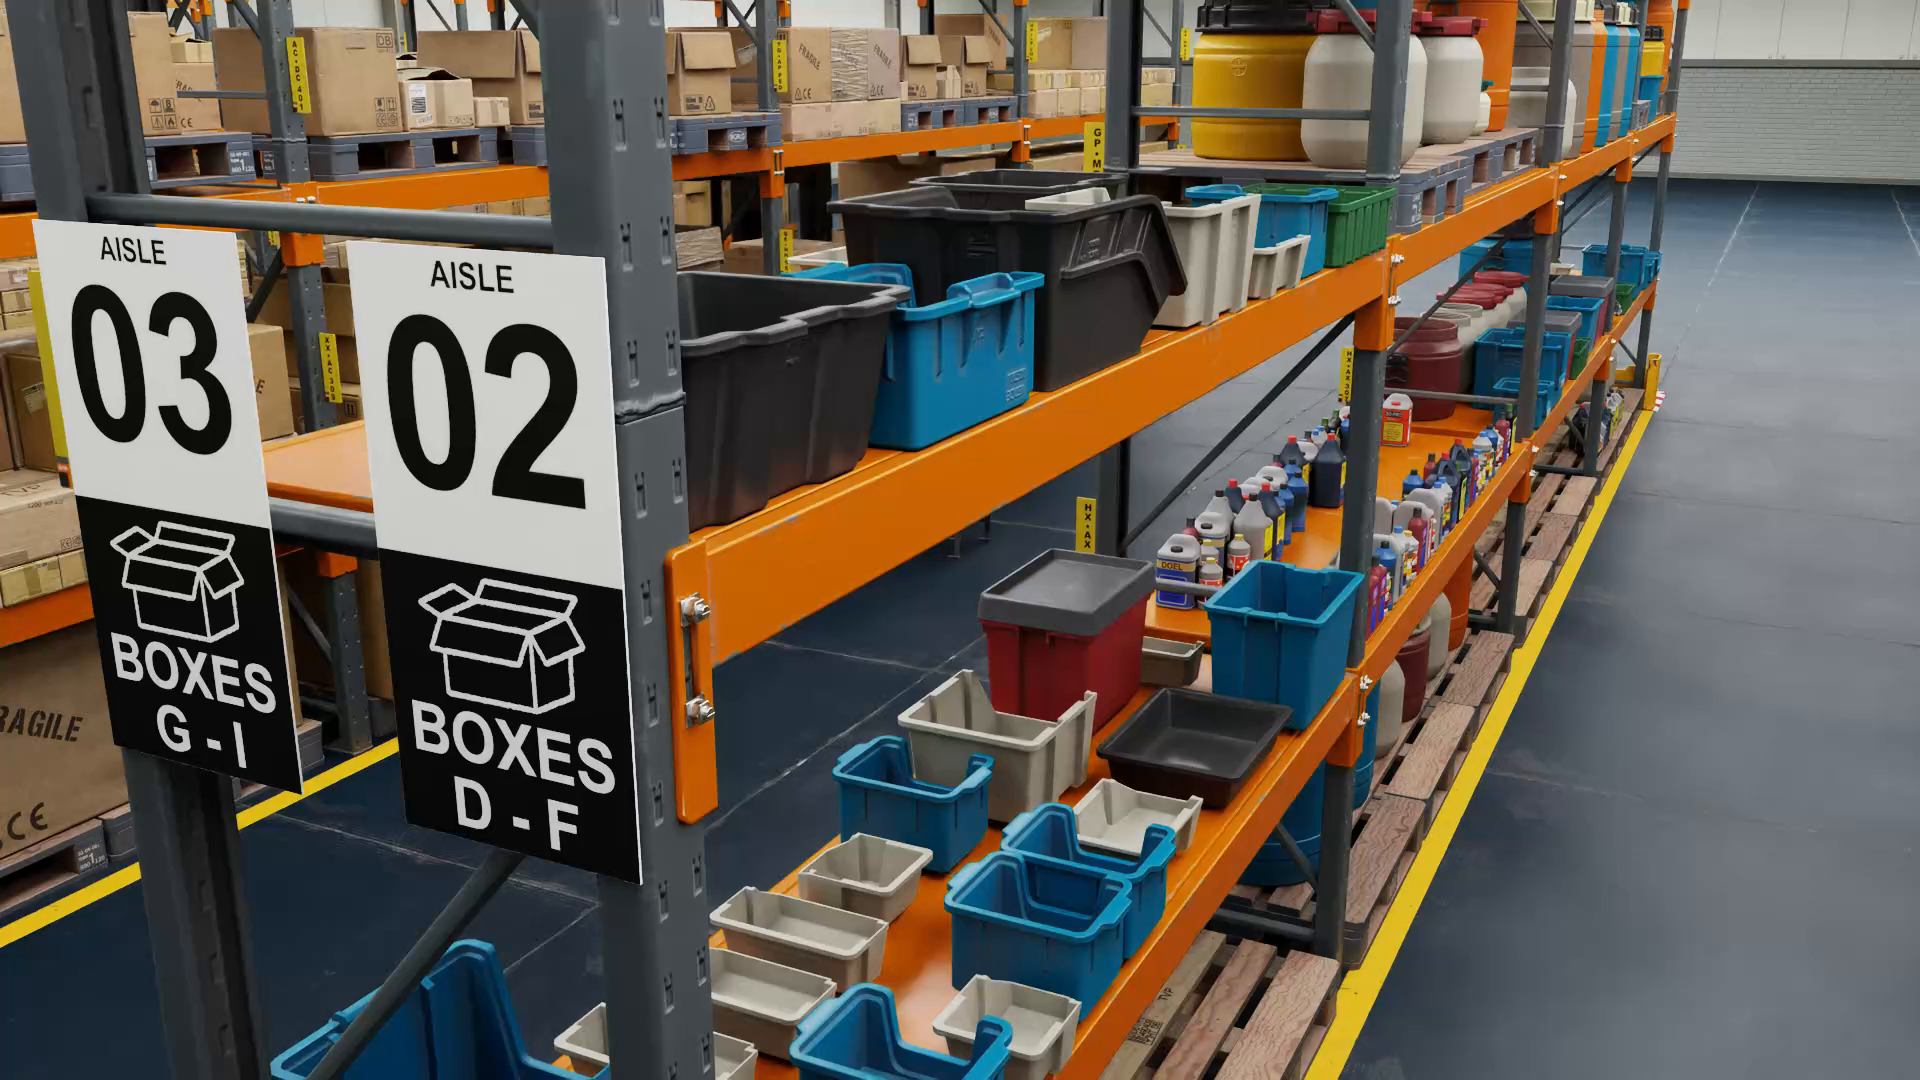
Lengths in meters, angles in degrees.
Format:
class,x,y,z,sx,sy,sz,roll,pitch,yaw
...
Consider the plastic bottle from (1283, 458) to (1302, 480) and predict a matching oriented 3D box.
class,x,y,z,sx,sy,sz,roll,pitch,yaw
plastic bottle,1.555,-0.249,7.821,0.097,0.271,0.097,0,17,0

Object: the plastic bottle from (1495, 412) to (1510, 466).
class,x,y,z,sx,sy,sz,roll,pitch,yaw
plastic bottle,2.860,-0.542,8.786,0.061,0.283,0.133,8,18,25

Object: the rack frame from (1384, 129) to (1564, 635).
class,x,y,z,sx,sy,sz,roll,pitch,yaw
rack frame,2.762,-0.814,9.497,1.000,3.000,0.127,8,18,25

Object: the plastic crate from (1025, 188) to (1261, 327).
class,x,y,z,sx,sy,sz,roll,pitch,yaw
plastic crate,0.454,-0.683,3.994,0.437,0.282,0.530,8,18,25

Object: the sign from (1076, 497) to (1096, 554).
class,x,y,z,sx,sy,sz,roll,pitch,yaw
sign,0.483,0.002,6.264,0.100,0.325,0.005,8,18,25

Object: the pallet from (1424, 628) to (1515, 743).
class,x,y,z,sx,sy,sz,roll,pitch,yaw
pallet,2.447,0.729,9.200,1.003,0.211,1.213,8,18,25

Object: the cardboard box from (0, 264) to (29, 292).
class,x,y,z,sx,sy,sz,roll,pitch,yaw
cardboard box,-6.684,-1.819,11.540,0.380,0.149,0.250,9,19,27

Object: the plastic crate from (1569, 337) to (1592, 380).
class,x,y,z,sx,sy,sz,roll,pitch,yaw
plastic crate,4.024,-1.252,11.343,0.450,0.188,0.662,8,18,25

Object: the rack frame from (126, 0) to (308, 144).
class,x,y,z,sx,sy,sz,roll,pitch,yaw
rack frame,-3.456,-3.301,7.334,1.000,3.000,0.127,8,18,25

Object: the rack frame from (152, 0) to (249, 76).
class,x,y,z,sx,sy,sz,roll,pitch,yaw
rack frame,-6.061,-4.977,12.975,1.000,3.000,0.127,8,18,25

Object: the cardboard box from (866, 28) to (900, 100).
class,x,y,z,sx,sy,sz,roll,pitch,yaw
cardboard box,-0.781,-3.514,12.266,0.500,0.500,0.500,8,18,24

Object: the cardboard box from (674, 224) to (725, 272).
class,x,y,z,sx,sy,sz,roll,pitch,yaw
cardboard box,-2.010,-1.789,10.841,0.797,0.503,0.637,9,19,27

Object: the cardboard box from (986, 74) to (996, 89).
class,x,y,z,sx,sy,sz,roll,pitch,yaw
cardboard box,0.206,-4.196,15.179,0.380,0.149,0.250,8,18,26

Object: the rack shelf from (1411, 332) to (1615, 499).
class,x,y,z,sx,sy,sz,roll,pitch,yaw
rack shelf,3.656,-0.979,11.314,1.077,0.370,4.000,8,18,25

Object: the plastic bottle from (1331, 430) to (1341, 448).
class,x,y,z,sx,sy,sz,roll,pitch,yaw
plastic bottle,1.937,-0.472,8.693,0.097,0.201,0.097,0,17,0

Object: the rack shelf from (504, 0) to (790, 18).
class,x,y,z,sx,sy,sz,roll,pitch,yaw
rack shelf,-3.380,-5.968,18.280,1.077,0.370,4.000,8,18,25

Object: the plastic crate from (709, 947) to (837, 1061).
class,x,y,z,sx,sy,sz,roll,pitch,yaw
plastic crate,-0.468,1.019,3.684,0.396,0.136,0.243,8,18,25

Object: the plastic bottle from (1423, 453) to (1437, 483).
class,x,y,z,sx,sy,sz,roll,pitch,yaw
plastic bottle,2.241,-0.281,7.907,0.061,0.283,0.133,8,18,25

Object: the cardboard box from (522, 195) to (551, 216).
class,x,y,z,sx,sy,sz,roll,pitch,yaw
cardboard box,-4.490,-3.520,16.675,0.700,0.500,0.500,8,18,24

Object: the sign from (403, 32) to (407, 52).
class,x,y,z,sx,sy,sz,roll,pitch,yaw
sign,-7.445,-6.669,22.404,0.100,0.325,0.005,8,18,25

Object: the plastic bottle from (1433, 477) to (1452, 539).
class,x,y,z,sx,sy,sz,roll,pitch,yaw
plastic bottle,2.159,-0.149,7.482,0.097,0.271,0.097,0,17,0

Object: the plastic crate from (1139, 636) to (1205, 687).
class,x,y,z,sx,sy,sz,roll,pitch,yaw
plastic crate,0.639,0.403,5.757,0.396,0.136,0.243,8,18,25

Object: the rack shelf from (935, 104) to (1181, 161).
class,x,y,z,sx,sy,sz,roll,pitch,yaw
rack shelf,1.012,-4.065,16.439,1.077,0.370,4.000,8,18,25

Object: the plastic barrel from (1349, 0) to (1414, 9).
class,x,y,z,sx,sy,sz,roll,pitch,yaw
plastic barrel,1.600,-2.129,7.037,0.600,0.901,0.708,8,18,25

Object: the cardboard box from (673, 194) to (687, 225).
class,x,y,z,sx,sy,sz,roll,pitch,yaw
cardboard box,-3.548,-3.553,18.454,0.875,0.550,0.550,8,18,25

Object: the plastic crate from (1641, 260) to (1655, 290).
class,x,y,z,sx,sy,sz,roll,pitch,yaw
plastic crate,6.085,-2.450,15.267,0.499,0.251,0.408,8,18,25

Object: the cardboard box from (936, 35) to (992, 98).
class,x,y,z,sx,sy,sz,roll,pitch,yaw
cardboard box,-0.180,-4.045,14.186,0.797,0.503,0.637,7,18,23

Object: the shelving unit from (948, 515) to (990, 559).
class,x,y,z,sx,sy,sz,roll,pitch,yaw
shelving unit,-0.074,-0.964,11.583,0.431,2.100,0.503,8,18,25

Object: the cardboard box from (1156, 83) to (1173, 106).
class,x,y,z,sx,sy,sz,roll,pitch,yaw
cardboard box,1.917,-4.693,17.551,0.500,0.250,0.500,9,19,27

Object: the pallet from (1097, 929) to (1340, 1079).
class,x,y,z,sx,sy,sz,roll,pitch,yaw
pallet,0.681,1.734,5.816,1.003,0.211,1.213,8,18,25

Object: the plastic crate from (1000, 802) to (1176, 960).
class,x,y,z,sx,sy,sz,roll,pitch,yaw
plastic crate,0.314,0.842,4.108,0.416,0.233,0.300,8,18,25

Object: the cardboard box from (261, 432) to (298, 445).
class,x,y,z,sx,sy,sz,roll,pitch,yaw
cardboard box,-3.419,-0.350,7.676,0.500,0.250,0.500,8,18,24

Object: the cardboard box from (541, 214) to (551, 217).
class,x,y,z,sx,sy,sz,roll,pitch,yaw
cardboard box,-4.268,-3.001,16.683,0.500,0.500,0.500,8,18,25

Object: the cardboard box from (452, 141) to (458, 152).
class,x,y,z,sx,sy,sz,roll,pitch,yaw
cardboard box,-6.993,-5.255,21.993,0.700,0.500,0.500,8,18,24

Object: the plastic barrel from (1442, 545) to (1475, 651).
class,x,y,z,sx,sy,sz,roll,pitch,yaw
plastic barrel,2.559,0.152,9.319,0.600,0.830,0.708,8,18,25

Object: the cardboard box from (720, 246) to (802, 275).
class,x,y,z,sx,sy,sz,roll,pitch,yaw
cardboard box,-1.464,-1.836,12.024,0.500,0.500,0.500,6,17,19

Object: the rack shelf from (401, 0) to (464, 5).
class,x,y,z,sx,sy,sz,roll,pitch,yaw
rack shelf,-7.854,-6.763,20.257,1.077,0.370,4.000,8,18,25

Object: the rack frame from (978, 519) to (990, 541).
class,x,y,z,sx,sy,sz,roll,pitch,yaw
rack frame,0.035,-1.027,11.793,0.400,2.100,0.015,8,18,25

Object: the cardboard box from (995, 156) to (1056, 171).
class,x,y,z,sx,sy,sz,roll,pitch,yaw
cardboard box,0.547,-3.215,15.127,0.500,0.500,0.500,8,18,25

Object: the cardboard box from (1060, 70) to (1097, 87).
class,x,y,z,sx,sy,sz,roll,pitch,yaw
cardboard box,1.088,-4.401,15.867,0.380,0.149,0.250,8,18,24

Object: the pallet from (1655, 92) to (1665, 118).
class,x,y,z,sx,sy,sz,roll,pitch,yaw
pallet,5.879,-4.001,15.289,1.003,0.211,1.213,8,18,25

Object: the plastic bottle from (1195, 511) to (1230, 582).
class,x,y,z,sx,sy,sz,roll,pitch,yaw
plastic bottle,1.025,0.030,6.874,0.152,0.276,0.135,8,18,25

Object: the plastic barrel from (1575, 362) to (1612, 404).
class,x,y,z,sx,sy,sz,roll,pitch,yaw
plastic barrel,5.887,-1.555,15.625,0.421,0.512,0.421,0,17,0

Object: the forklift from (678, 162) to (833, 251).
class,x,y,z,sx,sy,sz,roll,pitch,yaw
forklift,-1.813,-2.291,14.591,1.130,2.935,3.031,7,18,23

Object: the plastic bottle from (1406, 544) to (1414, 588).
class,x,y,z,sx,sy,sz,roll,pitch,yaw
plastic bottle,1.806,0.087,6.813,0.097,0.201,0.097,0,17,0

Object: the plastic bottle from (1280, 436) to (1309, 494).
class,x,y,z,sx,sy,sz,roll,pitch,yaw
plastic bottle,1.585,-0.328,7.946,0.144,0.351,0.185,8,18,25

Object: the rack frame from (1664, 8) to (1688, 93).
class,x,y,z,sx,sy,sz,roll,pitch,yaw
rack frame,6.337,-5.728,15.503,1.000,3.000,0.127,8,18,25

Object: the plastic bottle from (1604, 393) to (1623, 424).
class,x,y,z,sx,sy,sz,roll,pitch,yaw
plastic bottle,5.771,-1.173,14.715,0.152,0.276,0.135,8,18,26

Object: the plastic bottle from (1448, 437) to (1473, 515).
class,x,y,z,sx,sy,sz,roll,pitch,yaw
plastic bottle,2.344,-0.307,7.875,0.144,0.351,0.185,8,18,25

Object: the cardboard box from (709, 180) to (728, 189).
class,x,y,z,sx,sy,sz,roll,pitch,yaw
cardboard box,-3.222,-4.361,19.280,0.875,0.550,0.550,8,18,25

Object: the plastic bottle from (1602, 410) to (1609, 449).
class,x,y,z,sx,sy,sz,roll,pitch,yaw
plastic bottle,5.281,-0.927,13.756,0.144,0.351,0.185,9,19,27

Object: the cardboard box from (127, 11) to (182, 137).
class,x,y,z,sx,sy,sz,roll,pitch,yaw
cardboard box,-3.752,-1.953,6.976,0.700,0.500,0.500,7,18,22

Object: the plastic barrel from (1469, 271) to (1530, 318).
class,x,y,z,sx,sy,sz,roll,pitch,yaw
plastic barrel,3.926,-1.682,12.181,0.433,0.535,0.433,0,17,0

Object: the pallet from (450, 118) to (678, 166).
class,x,y,z,sx,sy,sz,roll,pitch,yaw
pallet,-2.406,-2.336,9.683,1.003,0.211,1.213,9,19,28

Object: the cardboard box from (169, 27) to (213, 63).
class,x,y,z,sx,sy,sz,roll,pitch,yaw
cardboard box,-6.010,-3.818,12.821,0.396,0.266,0.258,8,18,25

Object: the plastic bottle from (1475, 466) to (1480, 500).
class,x,y,z,sx,sy,sz,roll,pitch,yaw
plastic bottle,2.487,-0.302,8.122,0.097,0.201,0.097,0,17,0

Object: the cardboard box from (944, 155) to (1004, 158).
class,x,y,z,sx,sy,sz,roll,pitch,yaw
cardboard box,0.073,-3.282,15.353,0.500,0.500,0.500,8,18,25
